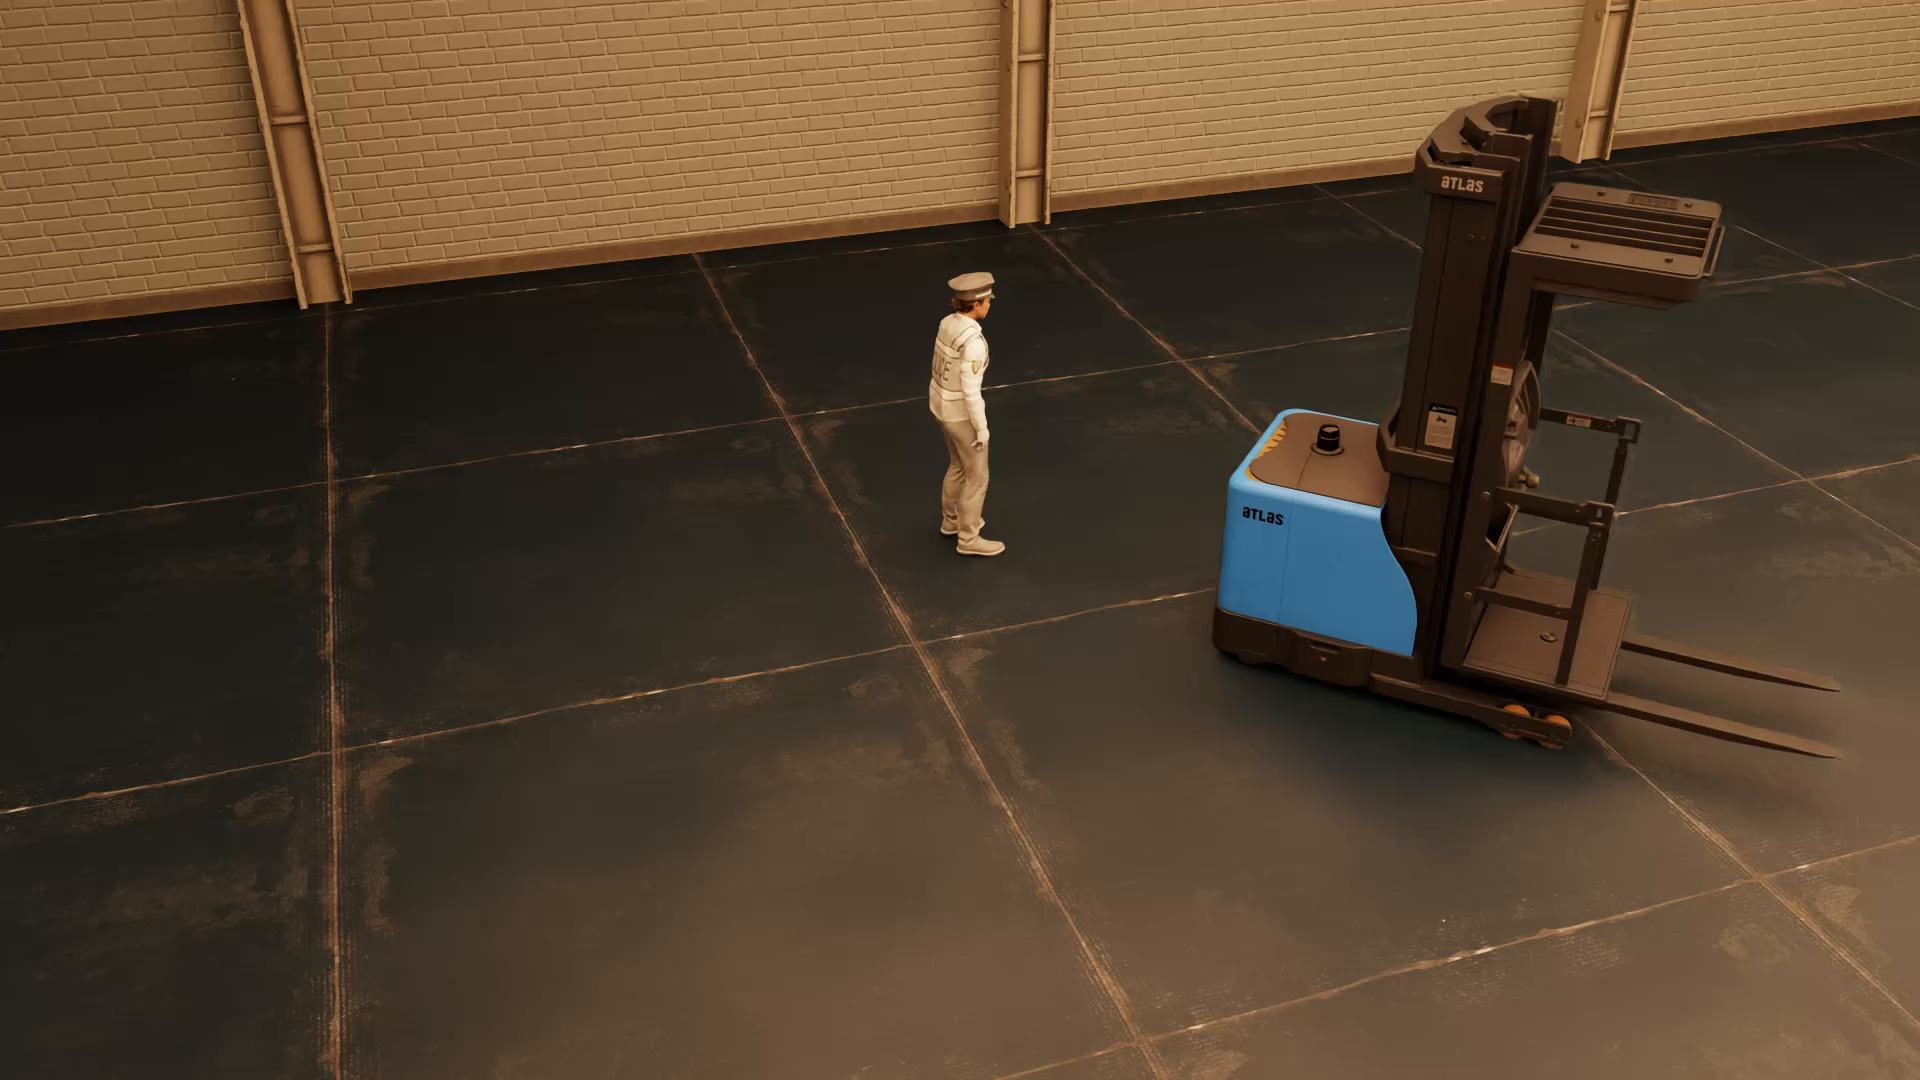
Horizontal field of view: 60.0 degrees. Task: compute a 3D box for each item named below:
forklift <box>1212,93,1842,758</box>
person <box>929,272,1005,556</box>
[{"bbox_3d":[2.907,-0.540,8.025,3.031,2.935,1.130,14,33,23],"label":"forklift"},{"bbox_3d":[0.024,-0.729,9.629,0.372,1.663,0.529,-11,32,-18],"label":"person"}]
